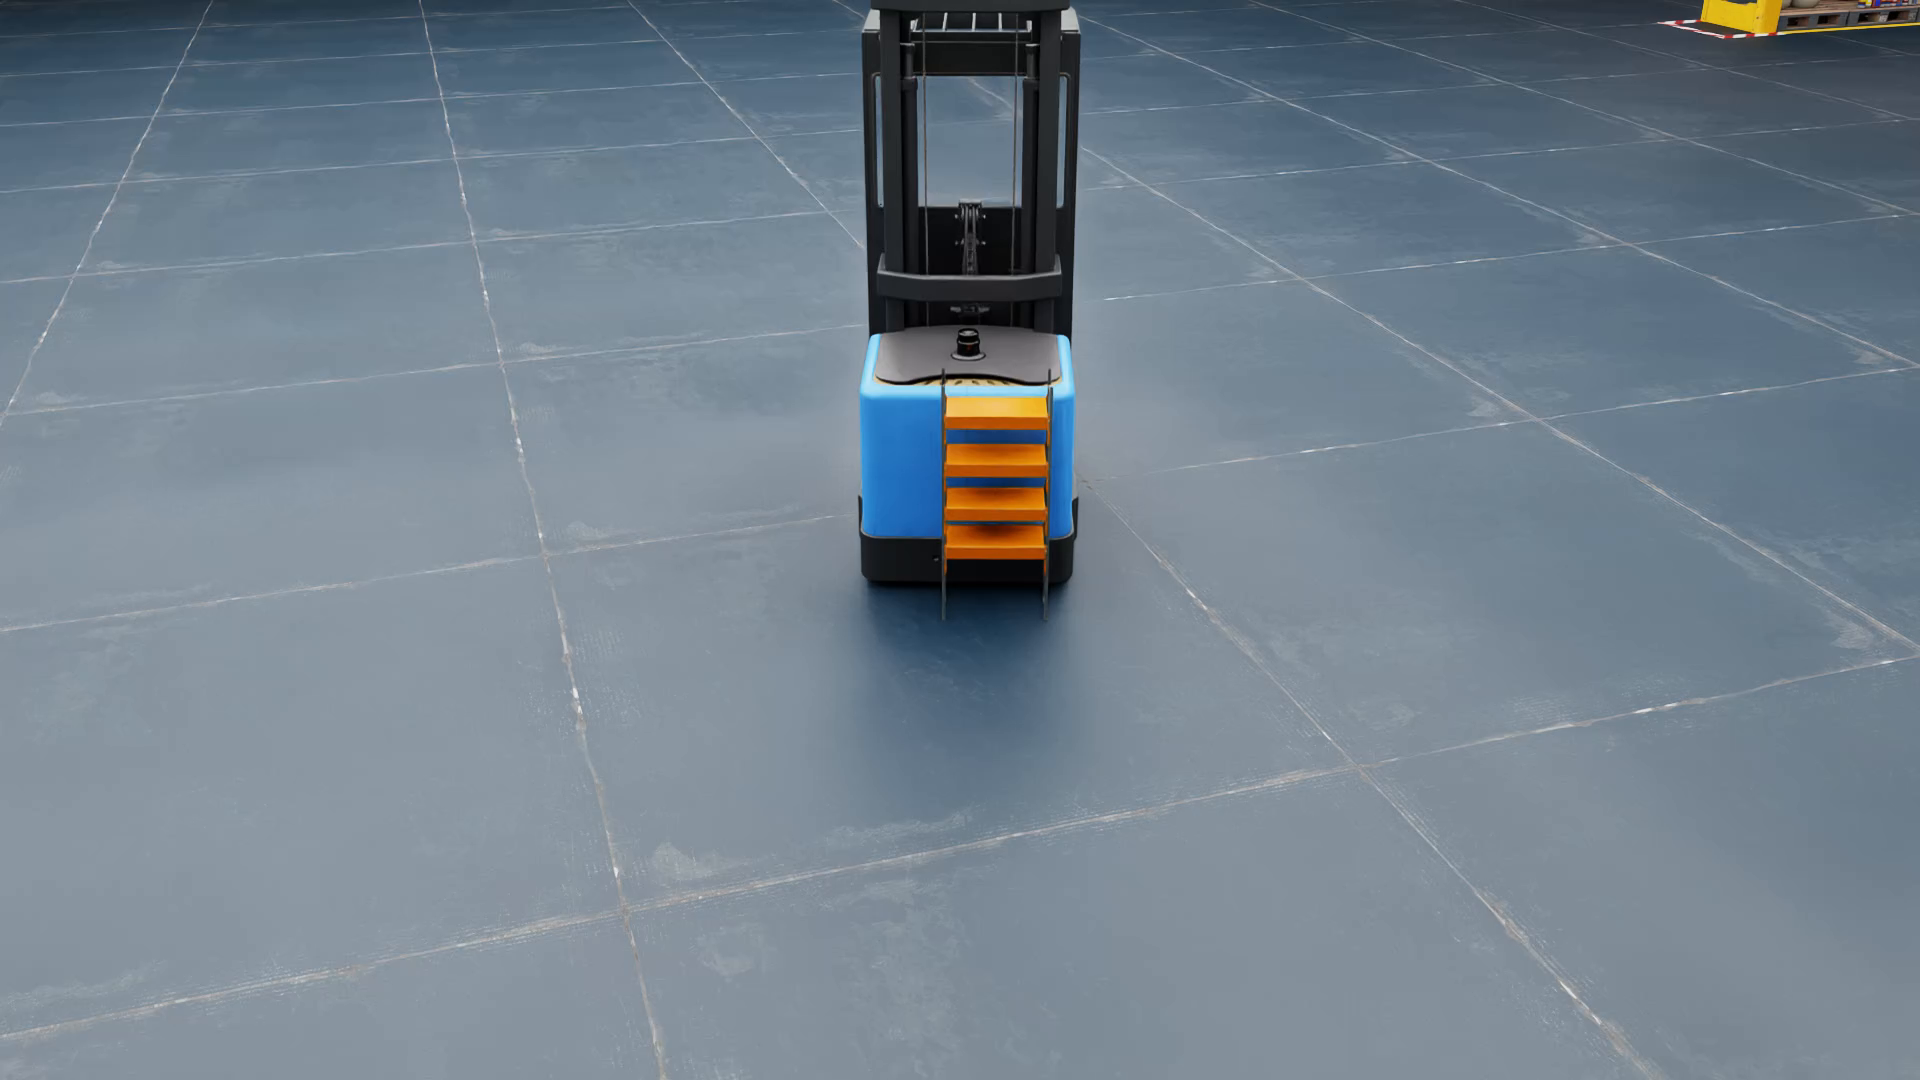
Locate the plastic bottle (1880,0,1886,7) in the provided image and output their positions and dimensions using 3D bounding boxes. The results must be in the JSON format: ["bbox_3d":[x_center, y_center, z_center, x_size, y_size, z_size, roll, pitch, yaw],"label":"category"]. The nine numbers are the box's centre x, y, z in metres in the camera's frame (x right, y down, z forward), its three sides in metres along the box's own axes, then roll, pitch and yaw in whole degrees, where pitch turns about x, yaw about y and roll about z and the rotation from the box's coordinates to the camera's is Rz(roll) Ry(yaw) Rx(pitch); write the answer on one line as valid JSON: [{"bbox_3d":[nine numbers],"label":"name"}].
[{"bbox_3d":[12.920,-7.609,23.277,0.097,0.271,0.097,0,26,0],"label":"plastic bottle"}]

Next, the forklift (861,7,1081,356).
[{"bbox_3d":[0.064,-1.715,8.908,1.121,2.935,3.031,0,26,1],"label":"forklift"}]

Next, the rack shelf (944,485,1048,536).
[{"bbox_3d":[0.167,-0.141,7.835,0.480,0.148,0.258,0,26,0],"label":"rack shelf"}]

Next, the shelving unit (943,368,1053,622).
[{"bbox_3d":[0.169,-0.201,7.805,0.499,1.200,0.258,0,26,0],"label":"shelving unit"}]

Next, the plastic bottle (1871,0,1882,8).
[{"bbox_3d":[12.815,-7.591,23.227,0.133,0.283,0.061,-8,27,-15],"label":"plastic bottle"}]

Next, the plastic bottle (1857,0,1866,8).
[{"bbox_3d":[12.594,-7.562,23.182,0.097,0.271,0.097,0,26,0],"label":"plastic bottle"}]

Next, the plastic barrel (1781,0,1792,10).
[{"bbox_3d":[11.375,-7.666,23.143,0.421,0.512,0.421,0,26,0],"label":"plastic barrel"}]

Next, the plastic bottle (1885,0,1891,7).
[{"bbox_3d":[13.015,-7.623,23.305,0.097,0.271,0.097,0,26,0],"label":"plastic bottle"}]

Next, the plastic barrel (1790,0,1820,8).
[{"bbox_3d":[11.852,-7.735,23.282,0.421,0.512,0.421,0,26,0],"label":"plastic barrel"}]

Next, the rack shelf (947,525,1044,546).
[{"bbox_3d":[0.167,-0.011,7.900,0.457,0.021,0.221,0,26,0],"label":"rack shelf"}]

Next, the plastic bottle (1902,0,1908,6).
[{"bbox_3d":[13.304,-7.633,23.405,0.097,0.201,0.097,0,26,0],"label":"plastic bottle"}]

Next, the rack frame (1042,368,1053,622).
[{"bbox_3d":[0.411,-0.200,7.803,0.015,1.200,0.240,0,26,0],"label":"rack frame"}]

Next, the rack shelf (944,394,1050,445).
[{"bbox_3d":[0.167,-0.553,7.631,0.480,0.148,0.258,0,26,0],"label":"rack shelf"}]

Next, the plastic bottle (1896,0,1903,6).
[{"bbox_3d":[13.207,-7.651,23.361,0.097,0.271,0.097,0,26,0],"label":"plastic bottle"}]

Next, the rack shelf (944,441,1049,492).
[{"bbox_3d":[0.167,-0.341,7.736,0.480,0.148,0.258,0,26,0],"label":"rack shelf"}]

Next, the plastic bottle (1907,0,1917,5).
[{"bbox_3d":[13.408,-7.695,23.444,0.135,0.276,0.152,-8,27,-15],"label":"plastic bottle"}]

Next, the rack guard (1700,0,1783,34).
[{"bbox_3d":[10.831,-7.380,23.053,0.348,0.500,1.175,-8,28,-16],"label":"rack guard"}]
